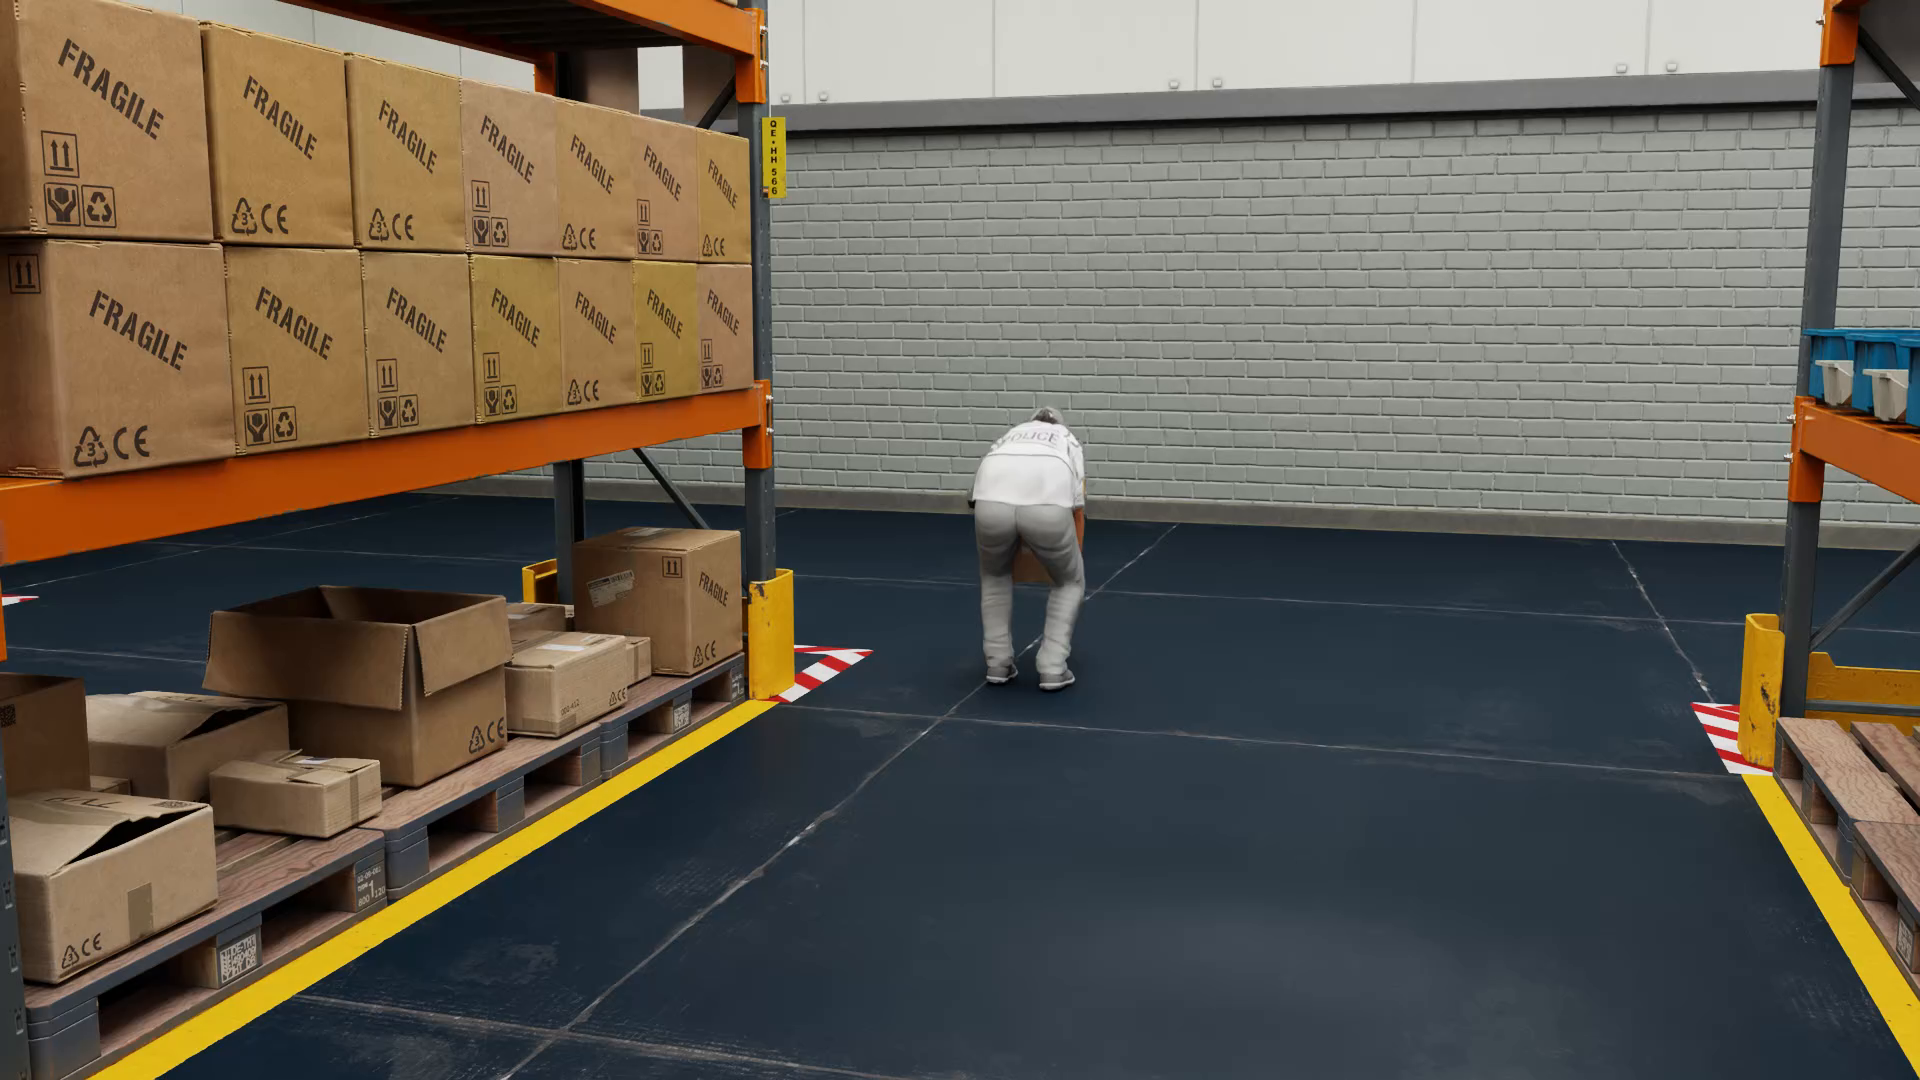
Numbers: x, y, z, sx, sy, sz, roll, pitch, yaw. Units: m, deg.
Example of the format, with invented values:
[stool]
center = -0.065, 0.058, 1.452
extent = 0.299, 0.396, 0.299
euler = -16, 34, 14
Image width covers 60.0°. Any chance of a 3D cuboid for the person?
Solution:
[person]
center = 0.334, 0.025, 7.340
extent = 0.476, 1.177, 0.916
euler = 2, 9, 14
